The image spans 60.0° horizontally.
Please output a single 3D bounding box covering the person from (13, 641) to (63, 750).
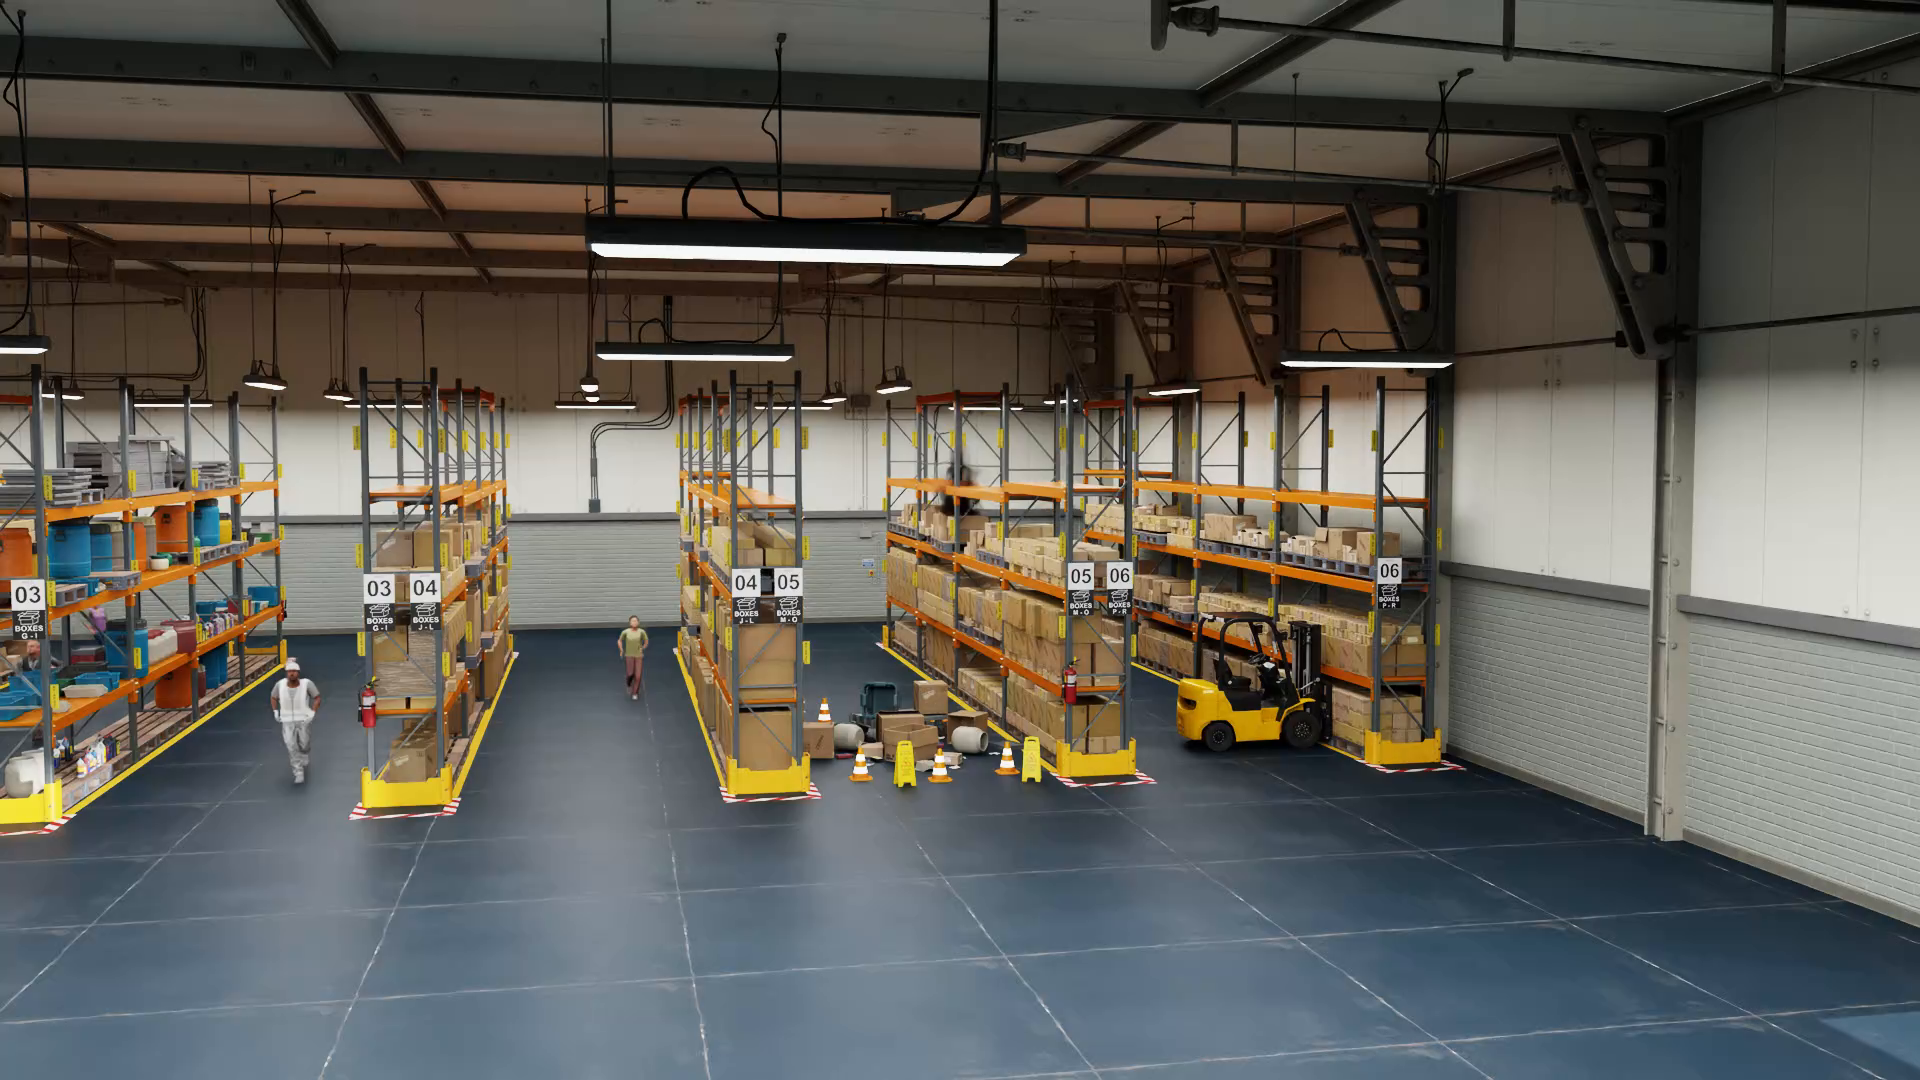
[{"bbox_3d":[-15.102,2.524,27.259,0.663,1.770,0.902,0,3,-8],"label":"person"}]

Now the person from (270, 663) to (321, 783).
[{"bbox_3d":[-9.835,2.673,24.619,0.706,1.753,0.780,-1,4,-14],"label":"person"}]

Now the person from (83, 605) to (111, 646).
[{"bbox_3d":[-19.047,2.050,36.829,0.464,1.554,0.571,2,4,31],"label":"person"}]

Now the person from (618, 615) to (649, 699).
[{"bbox_3d":[-6.303,2.274,32.165,0.581,1.630,0.540,-1,4,-16],"label":"person"}]
